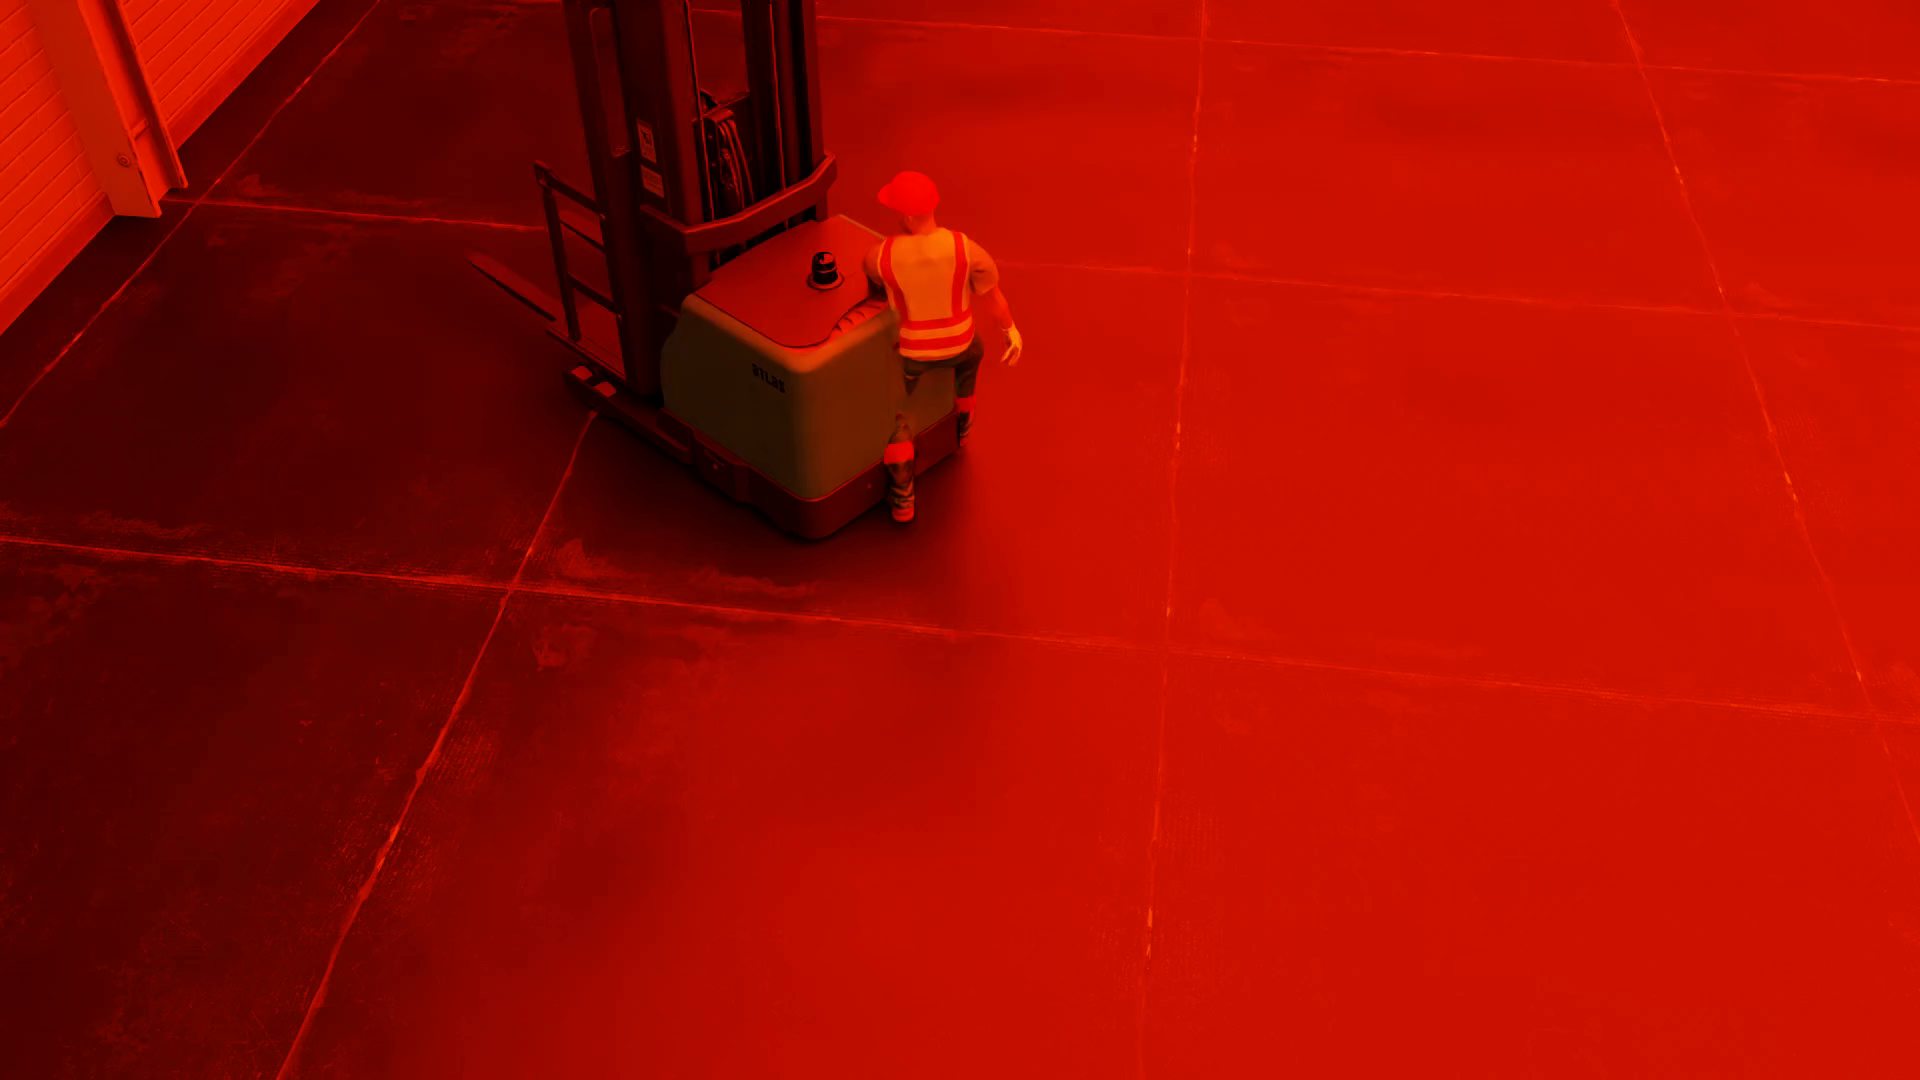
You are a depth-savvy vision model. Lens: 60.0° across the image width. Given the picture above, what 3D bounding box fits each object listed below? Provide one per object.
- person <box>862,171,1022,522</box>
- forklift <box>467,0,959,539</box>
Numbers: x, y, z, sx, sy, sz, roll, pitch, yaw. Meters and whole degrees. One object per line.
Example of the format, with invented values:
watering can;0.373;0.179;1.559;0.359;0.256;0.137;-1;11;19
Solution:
person;-0.084;-0.980;7.713;0.714;1.716;0.832;-7;43;-8
forklift;-1.425;-1.960;7.858;3.031;2.935;1.130;32;52;30
